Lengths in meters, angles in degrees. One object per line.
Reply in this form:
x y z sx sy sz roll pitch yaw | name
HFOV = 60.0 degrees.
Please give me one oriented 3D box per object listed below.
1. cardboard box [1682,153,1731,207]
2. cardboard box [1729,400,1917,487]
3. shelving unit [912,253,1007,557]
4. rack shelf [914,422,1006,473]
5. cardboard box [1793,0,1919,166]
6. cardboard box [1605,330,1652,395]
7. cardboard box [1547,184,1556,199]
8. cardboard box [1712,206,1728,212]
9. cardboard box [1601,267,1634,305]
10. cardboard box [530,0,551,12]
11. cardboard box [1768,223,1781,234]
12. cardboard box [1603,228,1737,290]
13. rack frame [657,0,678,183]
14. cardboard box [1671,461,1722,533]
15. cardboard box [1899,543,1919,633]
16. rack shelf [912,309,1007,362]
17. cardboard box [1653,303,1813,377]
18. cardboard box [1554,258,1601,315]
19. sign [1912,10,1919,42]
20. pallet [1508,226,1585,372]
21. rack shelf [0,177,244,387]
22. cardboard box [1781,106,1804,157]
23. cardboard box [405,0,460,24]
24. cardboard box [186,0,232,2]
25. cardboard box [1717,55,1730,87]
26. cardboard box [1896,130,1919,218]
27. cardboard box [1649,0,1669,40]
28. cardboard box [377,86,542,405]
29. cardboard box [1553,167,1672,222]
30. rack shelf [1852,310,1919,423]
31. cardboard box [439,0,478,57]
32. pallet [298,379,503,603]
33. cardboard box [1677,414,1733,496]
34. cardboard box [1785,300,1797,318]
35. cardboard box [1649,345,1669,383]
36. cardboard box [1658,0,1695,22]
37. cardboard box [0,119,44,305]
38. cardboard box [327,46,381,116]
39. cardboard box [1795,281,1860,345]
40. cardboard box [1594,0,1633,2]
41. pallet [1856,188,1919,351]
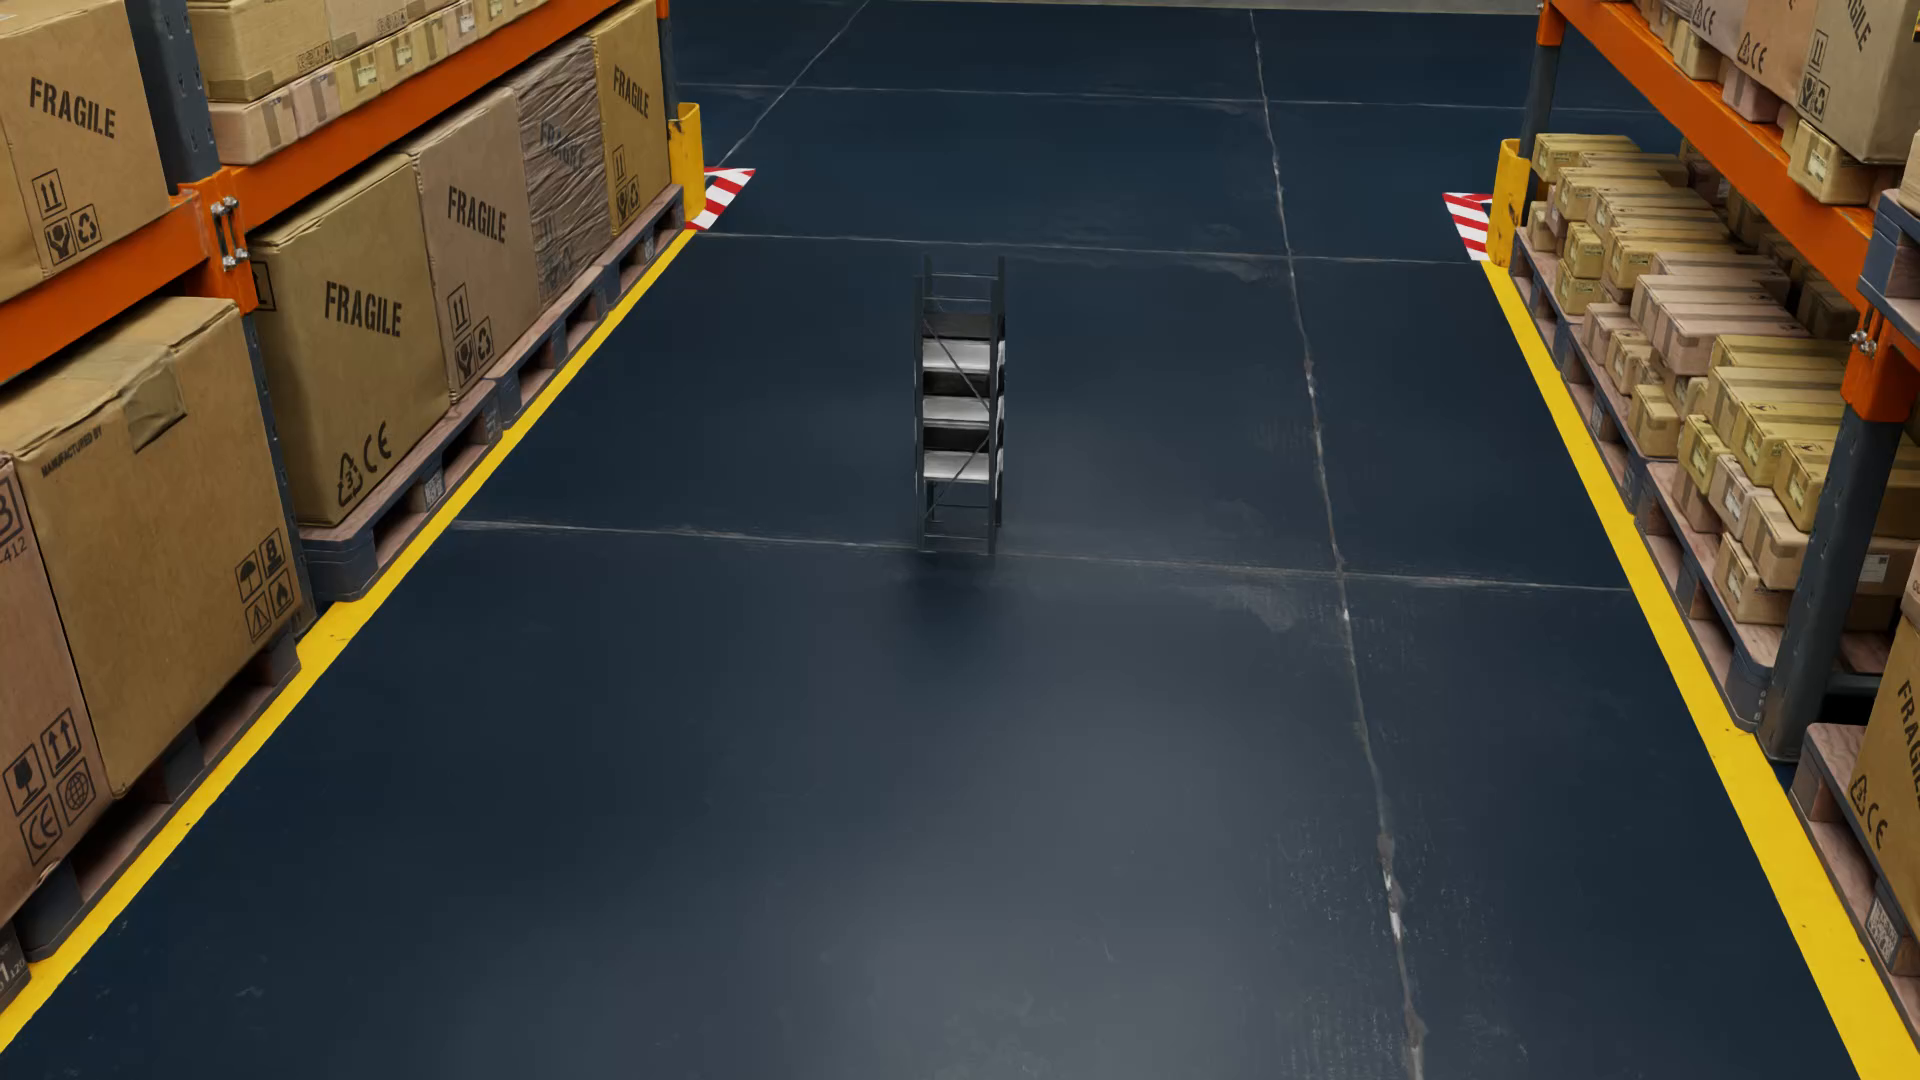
3.135 -1.451 6.717 0.380 0.149 0.250 4 29 7 | cardboard box
2.323 -0.252 4.492 0.380 0.149 0.250 4 29 7 | cardboard box
0.001 -0.400 5.044 0.258 0.900 0.210 3 28 6 | shelving unit
0.001 -0.291 5.102 0.258 0.077 0.200 3 28 6 | rack shelf
2.325 -1.175 3.849 0.500 0.500 0.500 3 28 6 | cardboard box
2.478 -0.611 5.785 0.380 0.149 0.250 3 28 6 | cardboard box
2.717 -1.467 7.061 0.380 0.149 0.250 5 29 8 | cardboard box
3.169 -1.314 6.776 0.380 0.149 0.250 3 28 5 | cardboard box
2.608 -0.977 6.150 0.380 0.149 0.250 2 28 4 | cardboard box
-1.746 -2.074 6.202 0.380 0.149 0.250 3 29 6 | cardboard box
3.157 -1.074 6.017 0.380 0.149 0.250 4 29 8 | cardboard box
2.493 -0.983 5.847 0.380 0.149 0.250 4 29 7 | cardboard box
-1.874 -2.974 7.608 1.000 3.000 0.127 3 28 6 | rack frame
2.339 -0.135 4.902 0.380 0.149 0.250 2 28 5 | cardboard box
2.193 0.162 3.188 0.500 0.250 0.500 2 28 4 | cardboard box
0.001 -0.608 4.931 0.258 0.077 0.200 3 28 6 | rack shelf
2.397 -0.620 5.175 0.380 0.149 0.250 2 28 4 | cardboard box
2.539 -0.981 6.471 0.380 0.149 0.250 4 29 7 | cardboard box
2.006 -1.165 3.336 0.100 0.325 0.005 3 28 6 | sign
2.892 -0.995 6.874 1.003 0.211 1.213 3 28 6 | pallet
-2.609 0.167 2.536 1.077 0.370 4.000 3 28 6 | rack shelf
2.364 -1.043 4.288 0.380 0.149 0.250 4 29 8 | cardboard box
-1.923 -1.840 5.348 0.500 0.250 0.500 4 29 7 | cardboard box
-2.052 -1.697 4.291 0.500 0.500 0.500 3 28 6 | cardboard box
2.508 -1.409 4.968 0.380 0.149 0.250 3 28 5 | cardboard box
2.041 -0.671 3.155 0.380 0.149 0.250 2 28 4 | cardboard box
2.583 -1.778 5.652 0.380 0.149 0.250 3 28 5 | cardboard box
-2.094 -1.071 5.872 0.875 0.875 0.875 3 28 6 | cardboard box
2.562 -1.355 6.539 0.380 0.149 0.250 3 28 6 | cardboard box
2.301 0.503 1.913 1.077 0.370 4.000 3 28 6 | rack shelf
-1.840 -1.711 5.528 0.380 0.149 0.250 4 29 7 | cardboard box
-2.194 -0.217 5.430 1.003 0.211 1.213 3 28 6 | pallet
2.305 -0.238 4.779 0.380 0.149 0.250 2 28 4 | cardboard box
3.092 -0.825 5.869 0.380 0.149 0.250 5 29 9 | cardboard box
2.498 -0.597 5.444 0.380 0.149 0.250 2 28 4 | cardboard box
2.537 -1.895 5.185 0.500 0.500 0.500 3 28 5 | cardboard box
-2.218 -0.667 3.220 0.500 0.500 0.500 4 29 8 | cardboard box
-1.934 -1.348 4.855 0.380 0.149 0.250 4 29 8 | cardboard box
2.941 -0.718 5.355 0.380 0.149 0.250 2 28 4 | cardboard box
2.595 -2.149 6.341 0.380 0.149 0.250 3 28 5 | cardboard box
2.308 -0.320 2.883 1.003 0.211 1.213 3 28 6 | pallet
